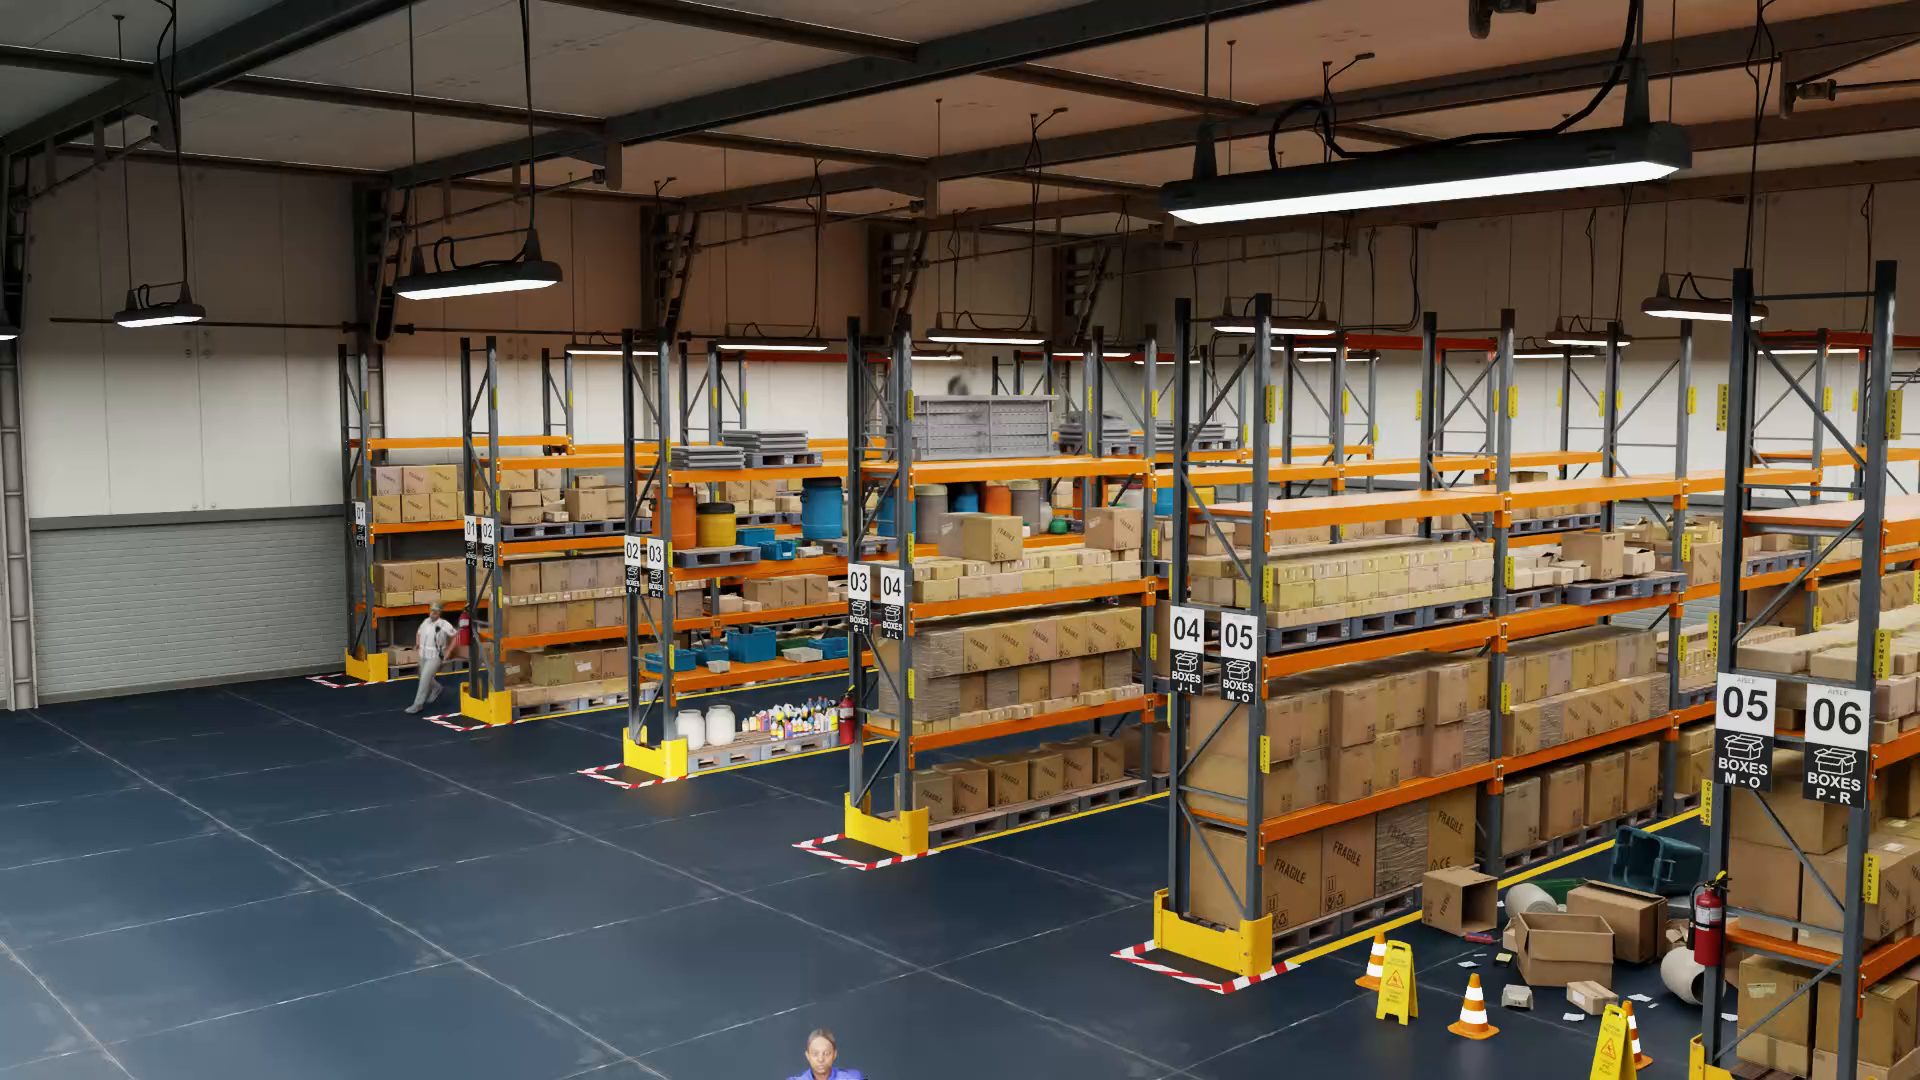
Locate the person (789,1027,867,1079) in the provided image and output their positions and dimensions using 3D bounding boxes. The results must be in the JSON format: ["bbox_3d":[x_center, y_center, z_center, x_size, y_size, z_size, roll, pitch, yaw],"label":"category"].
[{"bbox_3d":[-0.725,3.527,9.206,0.566,1.641,0.665,0,5,-2],"label":"person"}]

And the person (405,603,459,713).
[{"bbox_3d":[-8.551,1.874,26.944,0.734,1.747,0.973,2,6,23],"label":"person"}]
